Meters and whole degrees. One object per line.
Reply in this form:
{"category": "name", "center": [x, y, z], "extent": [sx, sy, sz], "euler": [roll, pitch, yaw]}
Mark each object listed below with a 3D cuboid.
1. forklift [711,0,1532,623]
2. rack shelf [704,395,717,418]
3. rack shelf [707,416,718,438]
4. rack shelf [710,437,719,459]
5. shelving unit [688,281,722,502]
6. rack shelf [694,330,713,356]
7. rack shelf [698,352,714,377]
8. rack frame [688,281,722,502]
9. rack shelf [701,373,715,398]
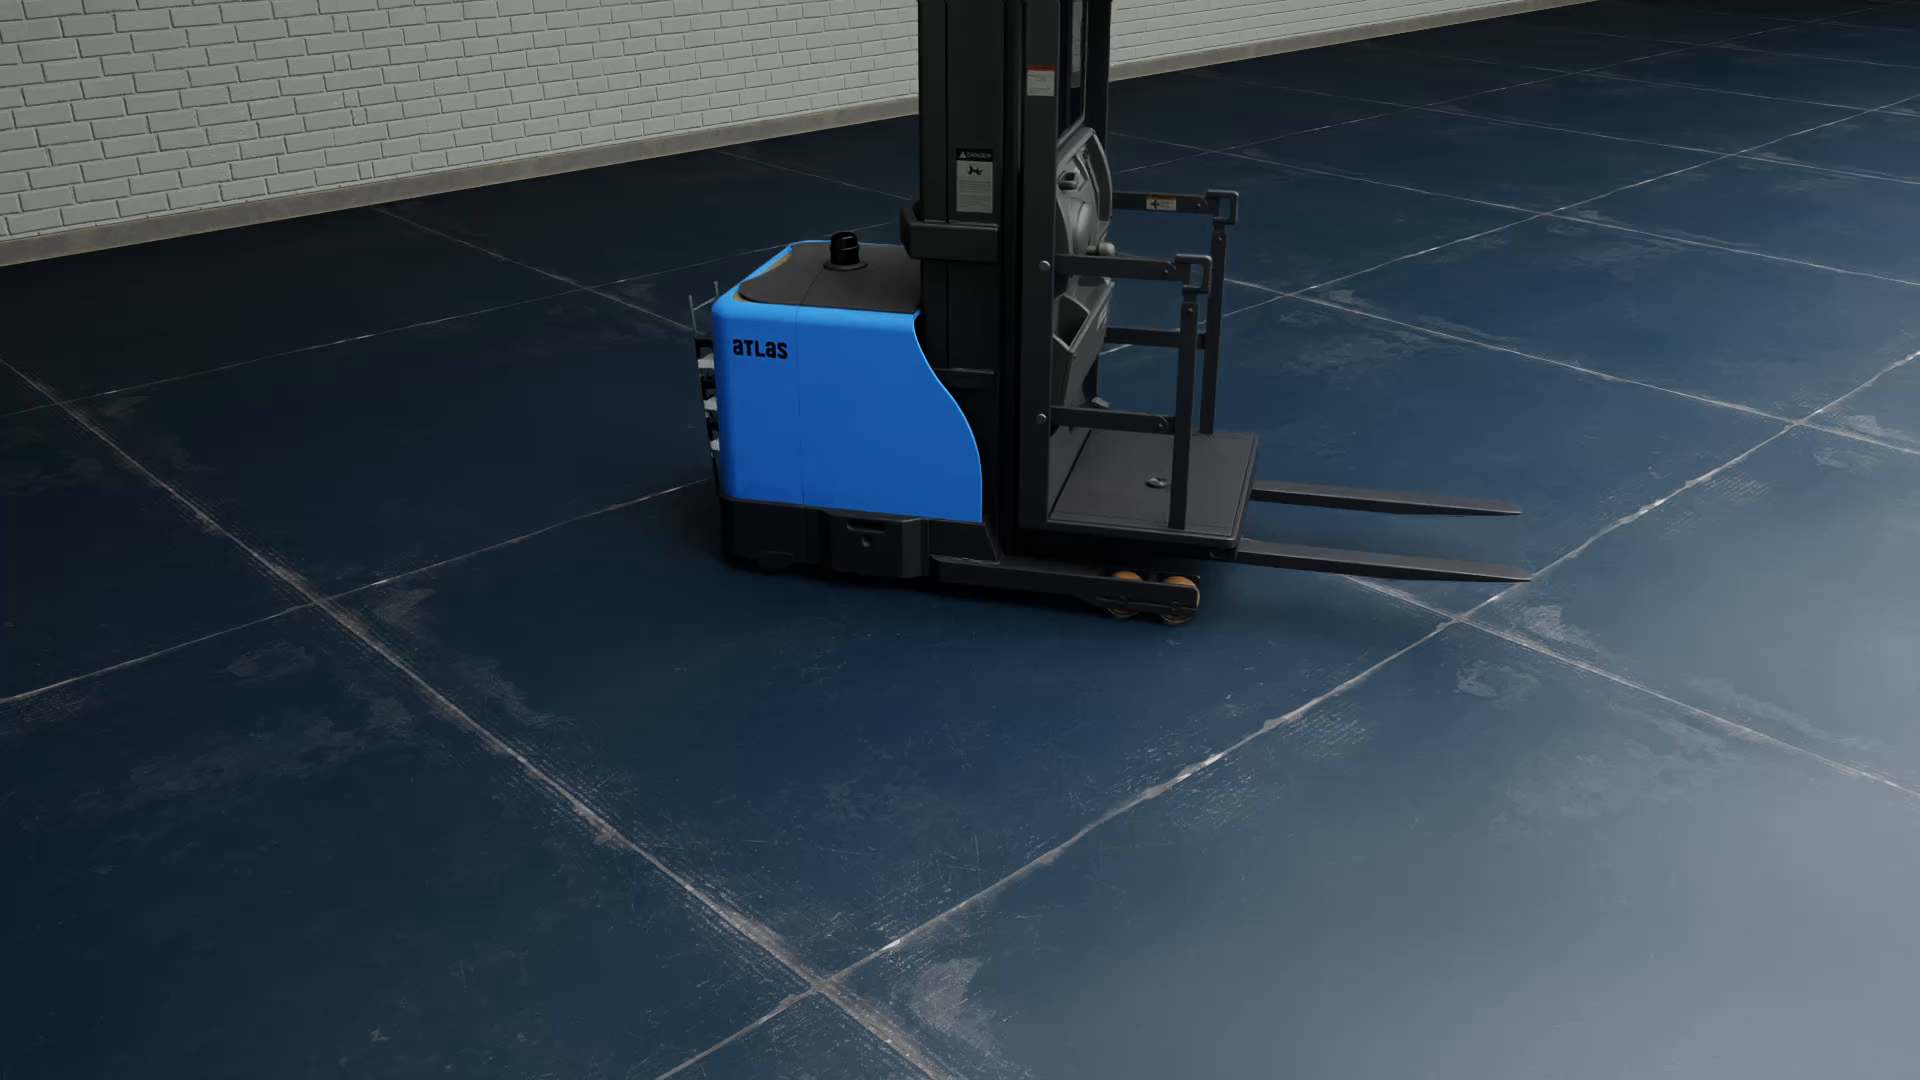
{"category": "forklift", "center": [0.640, -1.273, 6.010], "extent": [3.031, 2.935, 1.130], "euler": [6, 25, 12]}
{"category": "rack shelf", "center": [-0.929, -0.586, 7.013], "extent": [0.200, 0.077, 0.258], "euler": [4, 24, 21]}
{"category": "rack shelf", "center": [-0.921, -0.504, 7.048], "extent": [0.200, 0.077, 0.258], "euler": [4, 24, 21]}
{"category": "rack shelf", "center": [-0.914, -0.421, 7.082], "extent": [0.200, 0.077, 0.258], "euler": [4, 24, 21]}
{"category": "shelving unit", "center": [-0.931, -0.617, 7.000], "extent": [0.210, 0.900, 0.258], "euler": [4, 24, 21]}
{"category": "rack shelf", "center": [-0.951, -0.835, 6.909], "extent": [0.200, 0.077, 0.258], "euler": [4, 24, 21]}
{"category": "rack shelf", "center": [-0.943, -0.752, 6.943], "extent": [0.200, 0.077, 0.258], "euler": [4, 24, 21]}
{"category": "rack frame", "center": [-1.026, -0.624, 7.036], "extent": [0.006, 0.900, 0.240], "euler": [4, 24, 21]}
{"category": "rack shelf", "center": [-0.936, -0.669, 6.978], "extent": [0.200, 0.077, 0.258], "euler": [4, 24, 21]}
